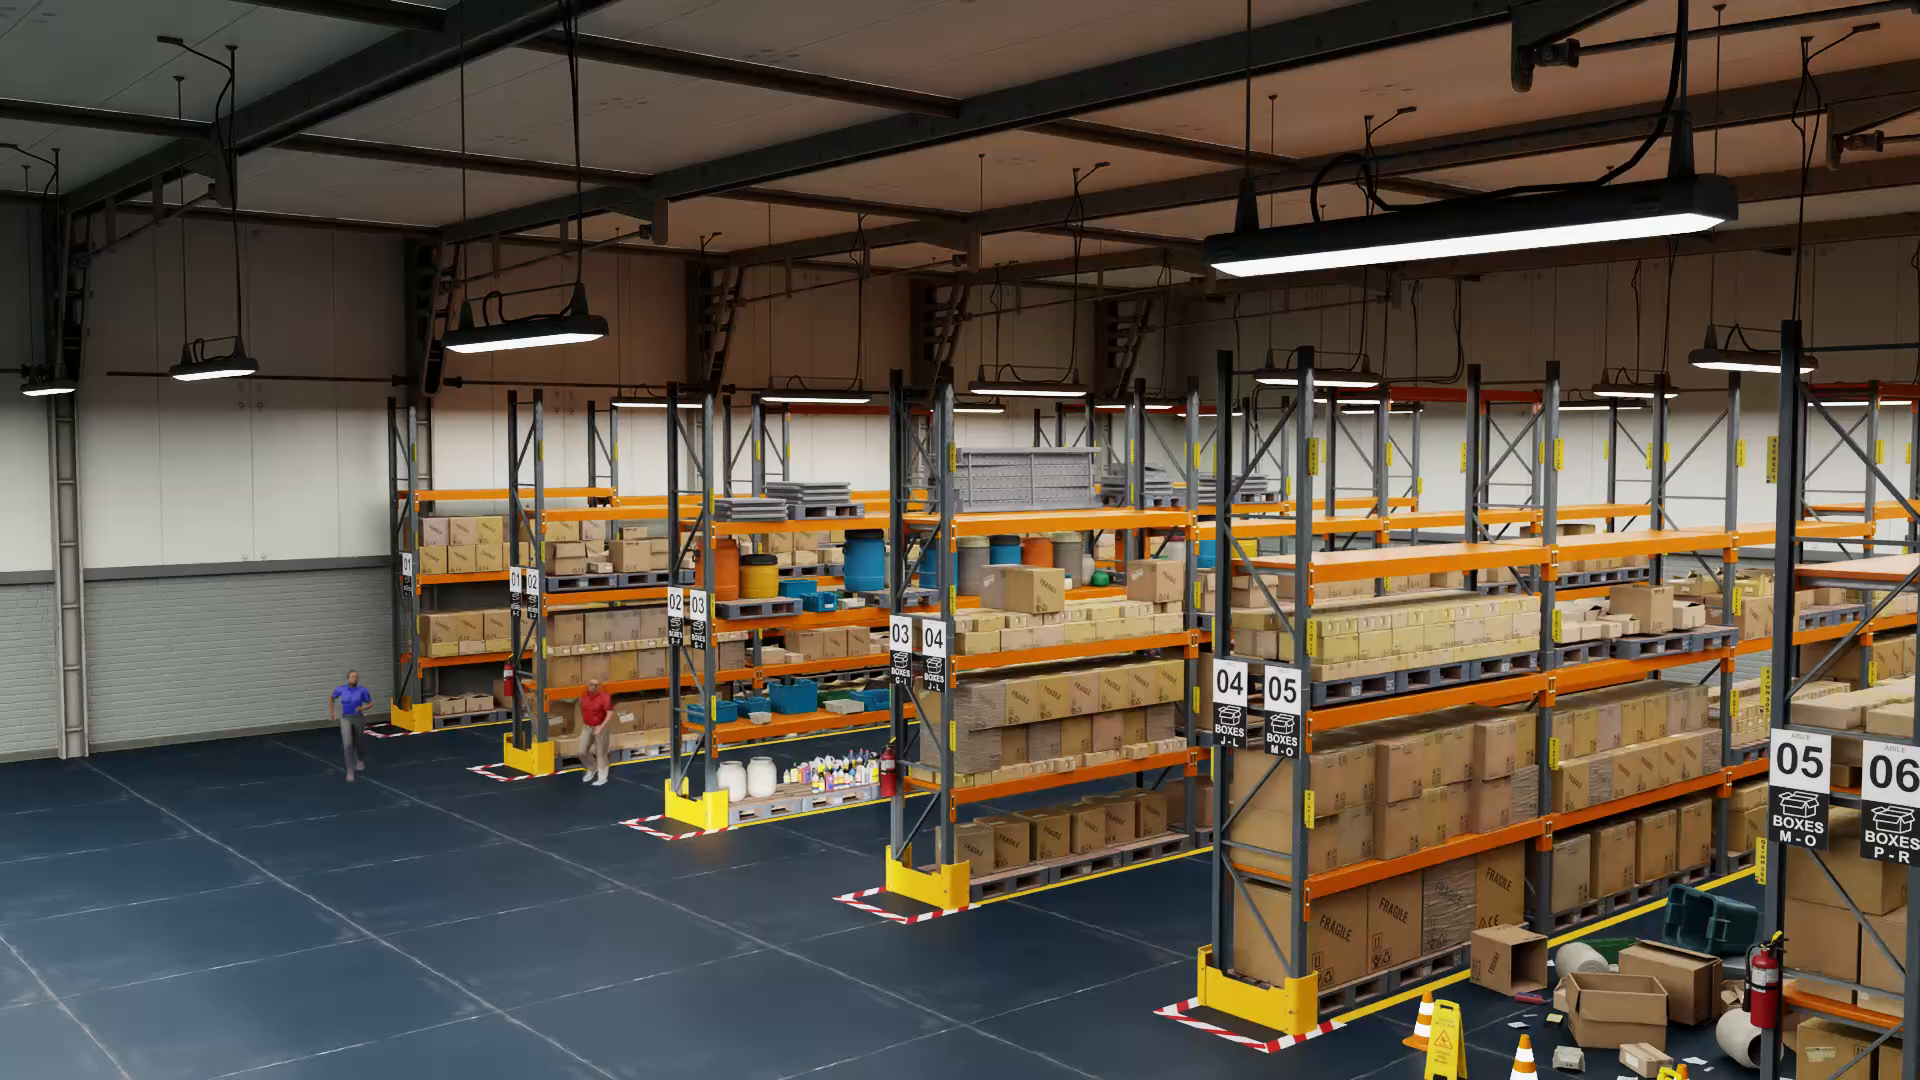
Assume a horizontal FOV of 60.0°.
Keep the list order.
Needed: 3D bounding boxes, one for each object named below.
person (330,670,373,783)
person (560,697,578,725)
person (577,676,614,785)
[{"bbox_3d":[-9.397,2.842,25.688,0.617,1.697,0.906,-1,4,-21],"label":"person"},{"bbox_3d":[-6.711,2.667,28.714,0.612,1.657,0.685,2,4,29],"label":"person"},{"bbox_3d":[-5.478,2.870,24.941,0.667,1.694,0.808,1,3,14],"label":"person"}]
